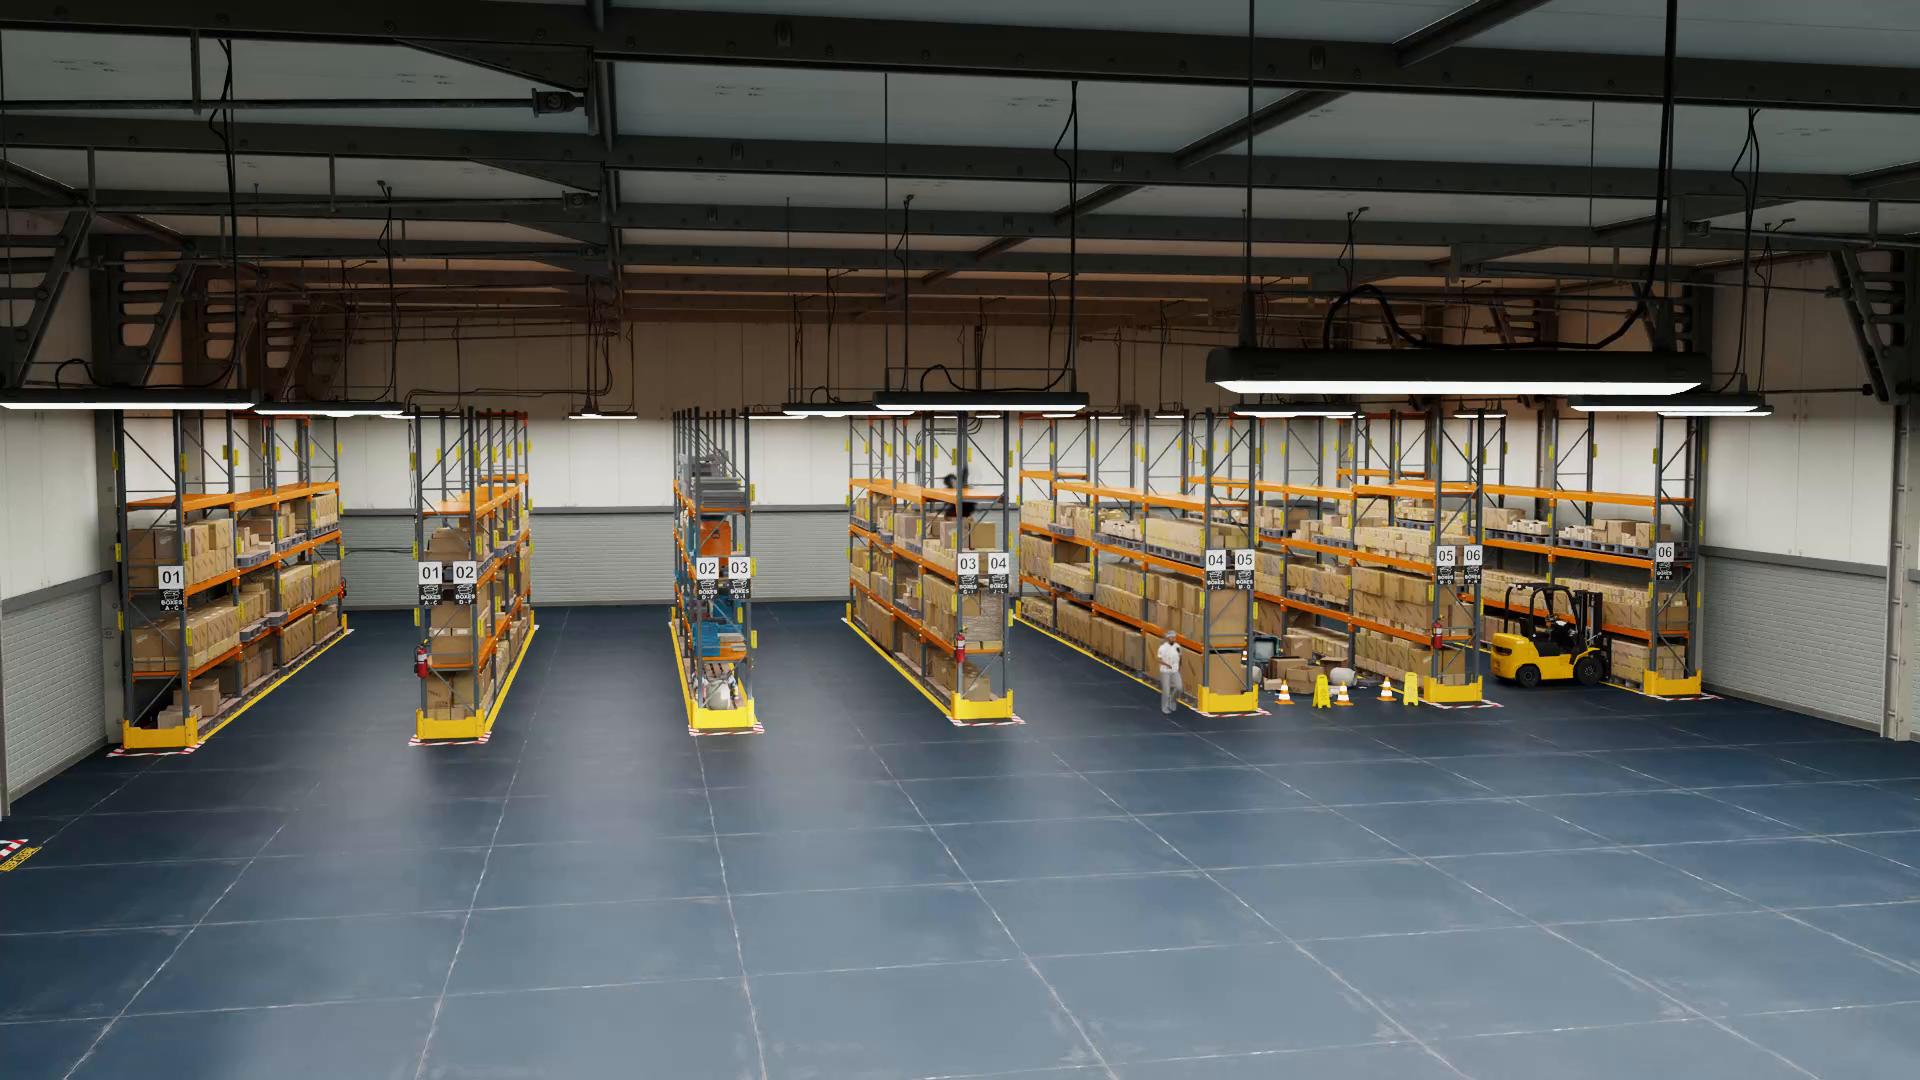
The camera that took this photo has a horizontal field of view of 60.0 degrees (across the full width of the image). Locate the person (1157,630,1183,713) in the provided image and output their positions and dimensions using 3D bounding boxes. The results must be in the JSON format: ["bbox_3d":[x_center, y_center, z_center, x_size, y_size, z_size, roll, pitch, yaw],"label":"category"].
[{"bbox_3d":[4.142,2.581,32.561,0.603,1.658,0.608,-1,4,-19],"label":"person"}]

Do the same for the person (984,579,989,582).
[{"bbox_3d":[0.838,1.619,46.490,0.595,1.612,0.574,-1,4,-19],"label":"person"}]

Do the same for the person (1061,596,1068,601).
[{"bbox_3d":[3.322,1.276,50.148,0.847,1.797,0.713,-1,4,-13],"label":"person"}]

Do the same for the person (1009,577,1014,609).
[{"bbox_3d":[1.145,1.625,45.270,0.672,1.836,0.945,-1,4,-8],"label":"person"}]

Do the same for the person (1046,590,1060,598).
[{"bbox_3d":[2.790,1.387,50.076,0.789,1.584,0.686,2,5,29],"label":"person"}]
